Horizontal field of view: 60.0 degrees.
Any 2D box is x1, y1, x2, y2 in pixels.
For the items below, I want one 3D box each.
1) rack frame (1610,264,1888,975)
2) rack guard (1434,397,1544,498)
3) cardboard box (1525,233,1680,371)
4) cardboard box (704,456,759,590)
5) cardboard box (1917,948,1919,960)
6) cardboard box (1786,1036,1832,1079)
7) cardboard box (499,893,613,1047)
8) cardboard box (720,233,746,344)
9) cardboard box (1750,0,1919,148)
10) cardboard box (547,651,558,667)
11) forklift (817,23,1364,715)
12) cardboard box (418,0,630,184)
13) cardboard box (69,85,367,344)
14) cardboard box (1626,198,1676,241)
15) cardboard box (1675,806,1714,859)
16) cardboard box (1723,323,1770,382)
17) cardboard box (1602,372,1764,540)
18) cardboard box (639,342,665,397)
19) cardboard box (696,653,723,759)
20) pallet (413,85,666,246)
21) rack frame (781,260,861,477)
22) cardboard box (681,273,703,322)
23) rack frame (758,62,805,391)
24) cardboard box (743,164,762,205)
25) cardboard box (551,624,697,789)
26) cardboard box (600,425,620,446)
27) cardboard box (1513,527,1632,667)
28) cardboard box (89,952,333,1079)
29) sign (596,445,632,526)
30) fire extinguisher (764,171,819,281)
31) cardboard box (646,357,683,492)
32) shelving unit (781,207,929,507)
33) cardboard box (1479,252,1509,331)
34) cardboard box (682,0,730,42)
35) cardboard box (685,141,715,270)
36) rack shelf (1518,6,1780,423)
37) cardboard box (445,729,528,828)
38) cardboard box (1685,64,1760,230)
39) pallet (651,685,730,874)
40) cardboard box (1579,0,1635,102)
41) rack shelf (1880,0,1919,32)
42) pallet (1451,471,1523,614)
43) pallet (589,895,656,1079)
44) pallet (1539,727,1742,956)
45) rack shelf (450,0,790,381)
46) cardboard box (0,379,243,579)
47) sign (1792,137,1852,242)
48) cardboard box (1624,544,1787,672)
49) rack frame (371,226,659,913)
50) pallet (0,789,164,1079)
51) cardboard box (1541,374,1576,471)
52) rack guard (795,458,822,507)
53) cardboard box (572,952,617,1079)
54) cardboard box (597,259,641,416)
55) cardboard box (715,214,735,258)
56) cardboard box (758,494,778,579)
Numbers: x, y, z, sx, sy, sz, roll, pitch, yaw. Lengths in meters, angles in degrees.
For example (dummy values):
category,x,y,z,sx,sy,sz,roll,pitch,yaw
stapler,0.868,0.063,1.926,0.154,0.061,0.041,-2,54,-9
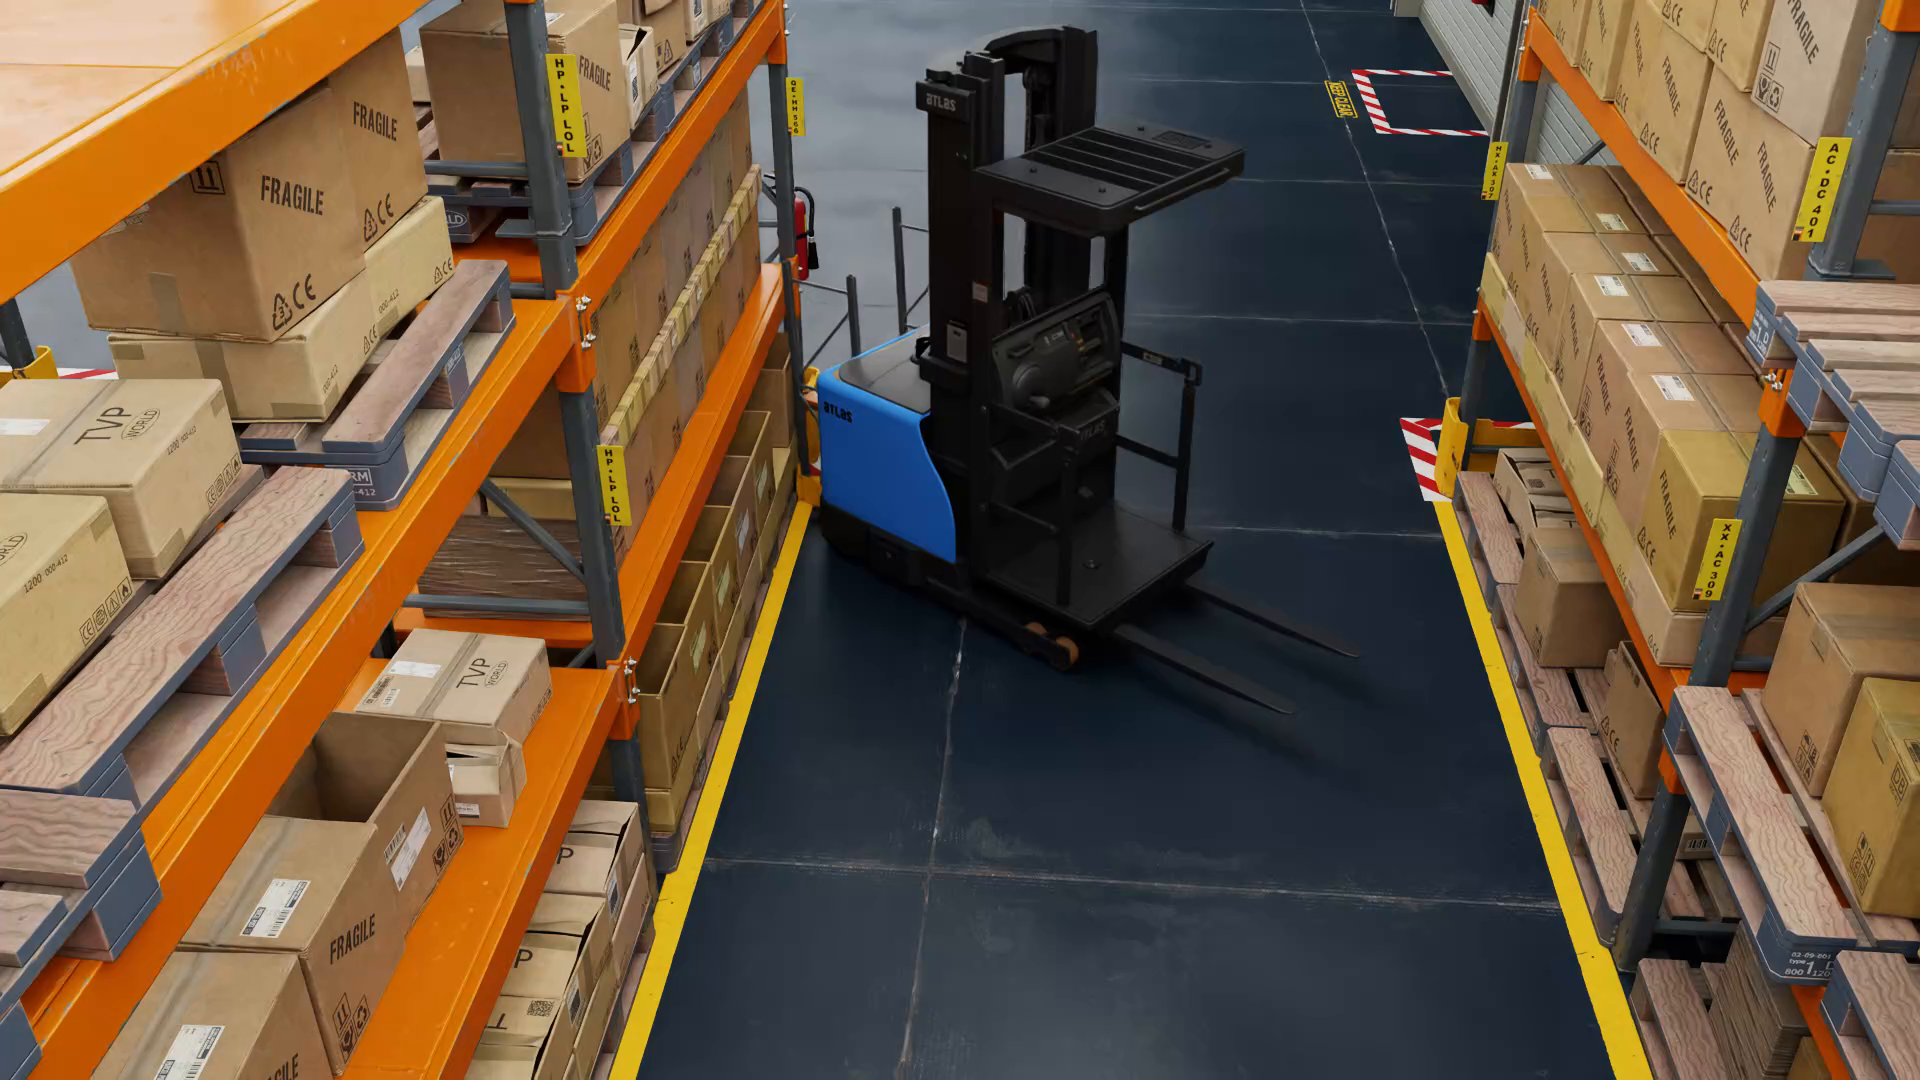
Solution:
category,x,y,z,sx,sy,sz,roll,pitch,yaw
rack frame,3.155,0.458,5.929,1.000,3.000,0.127,2,32,4
rack guard,3.474,-0.530,9.914,1.175,0.500,0.348,2,32,4
cardboard box,3.043,-1.133,7.919,0.500,0.500,0.500,1,32,2
cardboard box,-1.313,-0.093,8.328,0.500,0.500,0.500,2,32,4
cardboard box,3.004,1.130,4.323,0.700,0.500,0.500,7,32,11
cardboard box,3.119,1.992,5.401,0.700,0.500,0.500,2,32,3
cardboard box,-1.566,1.497,5.928,0.500,0.311,0.500,3,32,5
cardboard box,-1.546,-1.368,8.795,0.700,0.500,0.500,3,32,5
cardboard box,2.925,-1.570,5.292,0.500,0.500,0.500,0,32,0
cardboard box,-1.911,0.408,7.515,0.500,0.500,0.500,2,32,4
forklift,0.646,-0.901,8.198,3.031,2.935,1.130,25,40,35
cardboard box,-1.479,-1.562,5.718,0.500,0.500,0.500,5,32,8
cardboard box,-1.896,-0.844,4.209,0.500,0.500,0.500,5,32,9
cardboard box,3.603,-1.380,8.319,0.500,0.500,0.500,3,32,5
cardboard box,3.168,1.195,7.013,0.380,0.166,0.250,-2,32,-2
cardboard box,3.493,-0.574,7.011,0.500,0.500,0.500,3,32,5
cardboard box,2.920,-0.328,6.612,0.500,0.500,0.500,2,32,4
cardboard box,-1.486,-0.737,7.154,0.380,0.149,0.250,1,32,2
cardboard box,-1.397,0.749,7.676,0.500,0.250,0.500,2,32,4
pallet,-1.739,-1.438,6.231,1.003,0.211,1.213,2,32,4
rack frame,-0.746,-0.831,9.435,0.500,1.500,0.032,18,36,31
cardboard box,-1.423,-1.143,7.813,0.380,0.149,0.250,2,32,3
rack frame,-1.457,-1.844,9.663,1.000,3.000,0.127,2,32,4
cardboard box,-1.299,-1.954,9.129,0.380,0.149,0.250,2,32,3
cardboard box,-1.433,0.691,7.055,0.500,0.500,0.500,2,32,4
cardboard box,-1.548,-0.334,6.500,0.380,0.149,0.250,3,32,5
cardboard box,3.178,0.280,8.179,0.700,0.500,0.500,1,32,1
cardboard box,-1.988,1.419,4.273,0.500,0.500,0.500,1,32,1
sign,-1.241,-0.193,5.957,0.100,0.325,0.005,2,32,4
fire extinguisher,-0.985,-1.853,9.751,0.296,0.674,0.183,2,32,4
cardboard box,-1.672,-0.565,7.493,0.700,0.500,0.500,3,32,5
shelving unit,-0.460,-1.045,9.784,0.587,1.500,1.083,18,36,31
cardboard box,3.124,-1.337,8.965,0.500,0.250,0.500,2,32,3
cardboard box,-1.334,-2.417,7.285,0.500,0.311,0.500,6,32,10
cardboard box,-1.590,-1.628,7.982,0.700,0.500,0.500,3,32,4
rack shelf,3.317,-1.559,7.027,1.077,0.370,4.000,2,32,4
cardboard box,-1.672,0.773,5.545,0.396,0.266,0.258,2,32,3
cardboard box,3.003,-1.409,5.984,0.500,0.500,0.500,0,32,0
pallet,-1.677,1.021,7.672,1.003,0.211,1.213,2,32,4
cardboard box,3.086,-2.247,7.344,0.500,0.500,0.500,4,32,6
rack shelf,2.992,-0.574,2.951,1.077,0.370,4.000,2,32,4
pallet,3.373,0.016,9.303,1.003,0.211,1.213,2,32,4
pallet,-1.804,1.822,6.373,1.003,0.211,1.213,2,32,4
pallet,3.174,1.292,7.233,1.003,0.211,1.213,2,32,4
rack shelf,-1.620,-1.769,7.368,1.077,0.370,4.000,2,32,4
cardboard box,-2.000,-0.147,3.793,0.500,0.250,0.500,0,32,0
sign,2.613,-1.059,5.037,0.100,0.325,0.005,2,32,4
cardboard box,2.891,0.252,6.386,0.500,0.250,0.500,3,32,4
rack frame,-1.783,0.248,6.269,1.000,3.000,0.127,2,32,4
pallet,-2.143,0.784,2.719,1.213,0.211,1.003,4,32,6
cardboard box,3.005,-0.535,7.663,0.500,0.250,0.500,3,32,4
rack guard,-0.722,-0.291,9.749,0.587,0.250,0.087,18,36,31
cardboard box,-1.571,1.733,6.079,0.500,0.250,0.500,2,32,3
cardboard box,-1.713,-0.843,6.708,0.700,0.500,0.500,2,32,4
cardboard box,-1.362,-1.552,8.477,0.380,0.149,0.250,3,32,5
cardboard box,-1.274,-0.035,8.949,0.500,0.250,0.500,2,32,4
